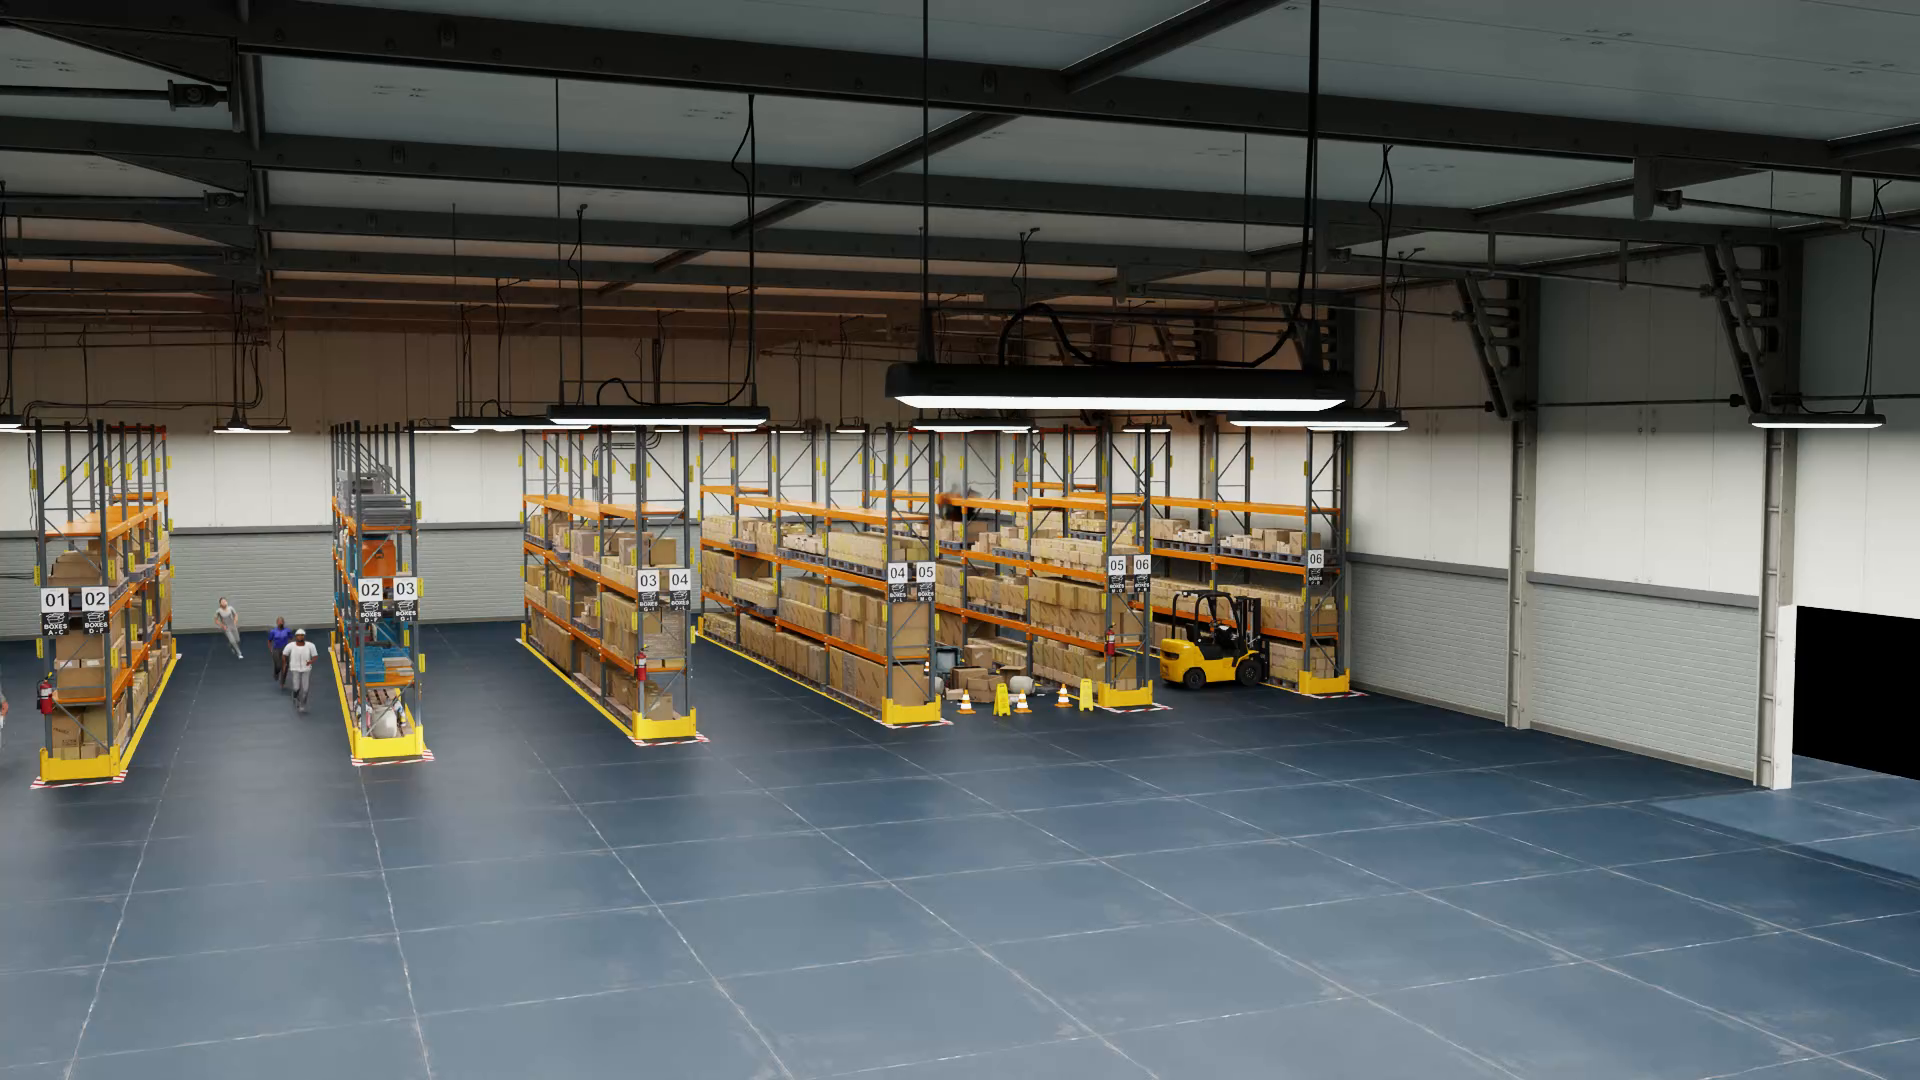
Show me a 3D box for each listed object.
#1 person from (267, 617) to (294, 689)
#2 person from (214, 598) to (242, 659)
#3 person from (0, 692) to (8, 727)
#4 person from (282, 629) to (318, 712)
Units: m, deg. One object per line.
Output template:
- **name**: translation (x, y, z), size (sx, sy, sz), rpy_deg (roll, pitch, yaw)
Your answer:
- **person**: translation (-15.480, 2.562, 37.921), size (0.582, 1.618, 0.578), rpy_deg (-2, 4, -28)
- **person**: translation (-18.890, 2.265, 42.843), size (0.624, 1.576, 0.645), rpy_deg (-3, 5, -39)
- **person**: translation (-16.419, 3.108, 27.990), size (0.685, 1.744, 0.628), rpy_deg (-1, 4, -19)
- **person**: translation (-13.650, 2.705, 34.416), size (0.691, 1.724, 0.590), rpy_deg (-2, 4, -24)
